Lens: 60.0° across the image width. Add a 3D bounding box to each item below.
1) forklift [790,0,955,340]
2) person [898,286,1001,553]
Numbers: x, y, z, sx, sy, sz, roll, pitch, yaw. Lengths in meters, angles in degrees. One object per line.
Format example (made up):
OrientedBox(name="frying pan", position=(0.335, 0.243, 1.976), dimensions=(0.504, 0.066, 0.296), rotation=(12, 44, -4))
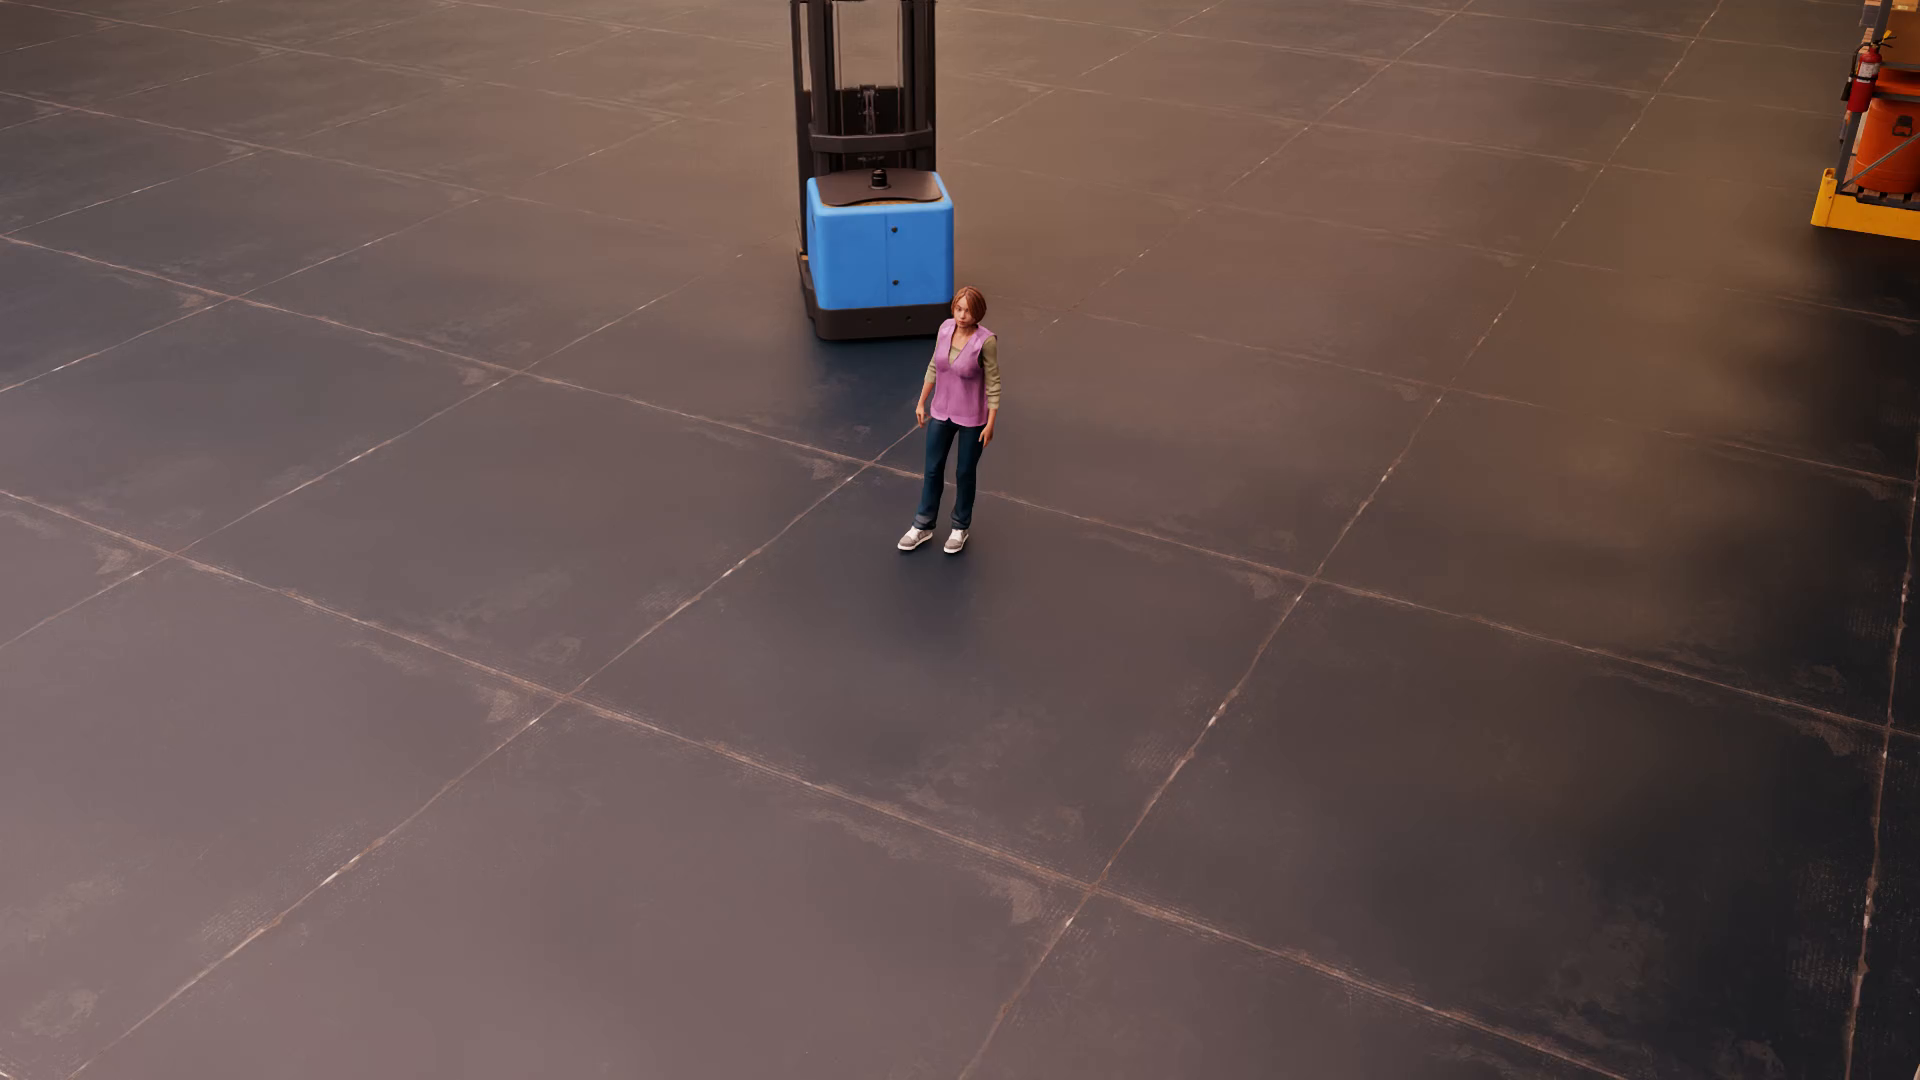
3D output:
OrientedBox(name="forklift", position=(-0.772, -3.484, 13.107), dimensions=(1.130, 2.935, 3.031), rotation=(-5, 30, -8))
OrientedBox(name="person", position=(-0.049, -0.669, 9.549), dimensions=(0.520, 1.599, 0.473), rotation=(15, 33, 25))
